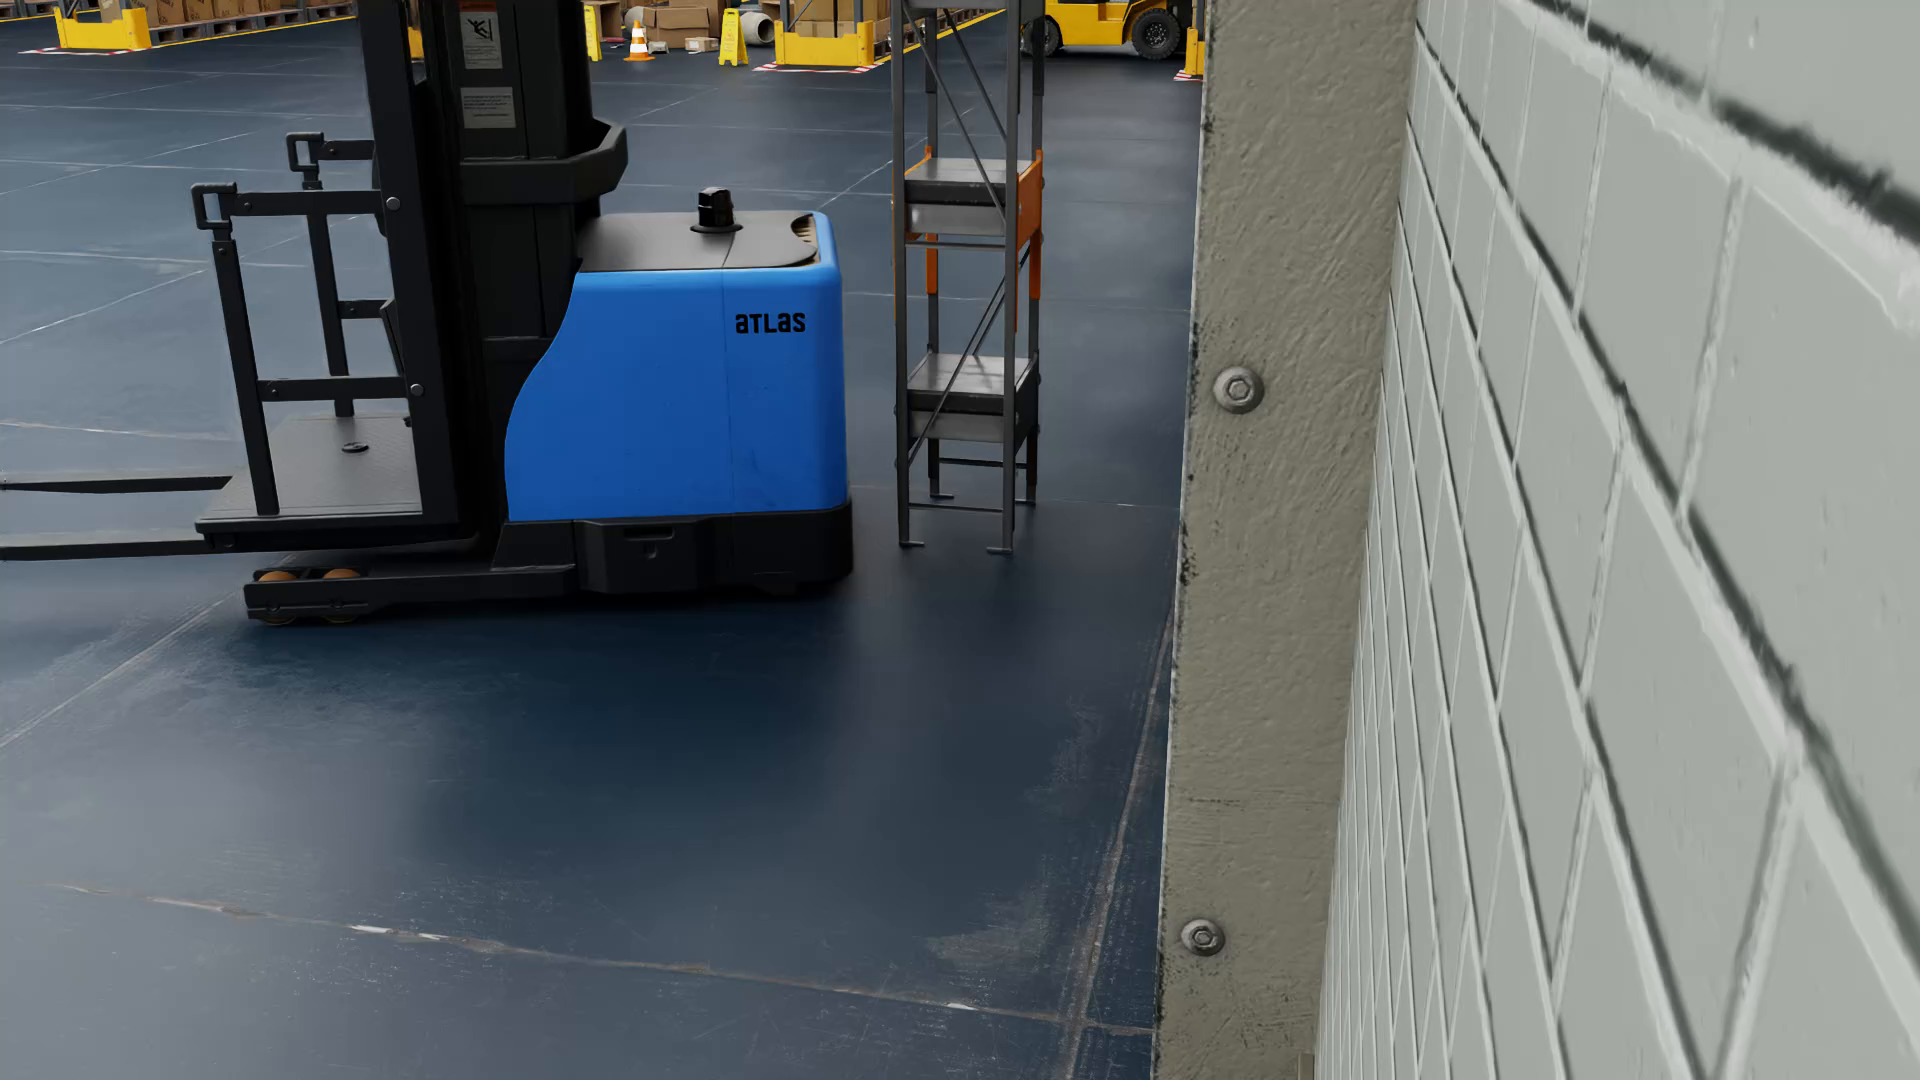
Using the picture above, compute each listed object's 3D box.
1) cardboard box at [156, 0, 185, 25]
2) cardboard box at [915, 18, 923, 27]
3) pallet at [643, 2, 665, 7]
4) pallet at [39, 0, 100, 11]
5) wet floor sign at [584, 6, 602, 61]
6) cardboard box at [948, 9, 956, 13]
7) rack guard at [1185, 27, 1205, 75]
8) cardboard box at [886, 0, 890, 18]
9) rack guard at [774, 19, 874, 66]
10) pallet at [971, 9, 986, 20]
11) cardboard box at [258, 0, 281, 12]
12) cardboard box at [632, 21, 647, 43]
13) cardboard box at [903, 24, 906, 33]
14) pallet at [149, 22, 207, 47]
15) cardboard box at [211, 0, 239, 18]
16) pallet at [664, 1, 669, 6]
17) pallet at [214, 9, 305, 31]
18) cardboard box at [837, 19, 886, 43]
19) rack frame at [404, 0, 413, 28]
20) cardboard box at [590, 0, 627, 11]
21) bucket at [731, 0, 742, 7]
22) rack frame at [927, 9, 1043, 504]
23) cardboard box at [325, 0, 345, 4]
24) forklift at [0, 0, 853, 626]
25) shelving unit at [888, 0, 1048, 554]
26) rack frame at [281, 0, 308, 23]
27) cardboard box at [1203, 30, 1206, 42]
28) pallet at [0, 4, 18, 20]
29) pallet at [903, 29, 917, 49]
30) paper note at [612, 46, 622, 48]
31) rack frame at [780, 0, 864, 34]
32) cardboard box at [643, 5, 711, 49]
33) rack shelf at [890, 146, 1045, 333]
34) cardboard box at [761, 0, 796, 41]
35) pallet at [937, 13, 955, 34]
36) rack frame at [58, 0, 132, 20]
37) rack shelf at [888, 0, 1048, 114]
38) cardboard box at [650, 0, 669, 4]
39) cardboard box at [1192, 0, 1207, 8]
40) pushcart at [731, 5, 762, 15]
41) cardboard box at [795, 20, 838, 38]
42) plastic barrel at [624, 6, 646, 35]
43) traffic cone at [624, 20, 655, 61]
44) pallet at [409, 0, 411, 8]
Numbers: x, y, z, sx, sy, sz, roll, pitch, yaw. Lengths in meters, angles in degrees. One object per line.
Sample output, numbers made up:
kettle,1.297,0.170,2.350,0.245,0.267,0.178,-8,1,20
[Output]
cardboard box,-11.127,-7.396,22.974,0.500,0.500,0.500,11,24,25
cardboard box,-0.798,-7.107,22.591,0.500,0.250,0.500,4,22,9
pallet,-5.377,-8.402,26.421,1.003,0.211,1.213,4,22,11
pallet,-15.023,-9.197,28.395,1.003,0.211,1.213,4,22,11
wet floor sign,-4.592,-6.243,20.480,0.267,0.644,0.232,1,22,2
cardboard box,-0.593,-8.050,24.772,0.950,0.372,0.625,6,23,14
rack guard,3.198,-5.611,19.106,1.175,0.500,0.348,4,22,11
cardboard box,-1.116,-6.898,21.069,0.500,0.500,0.500,4,22,9
rack guard,-1.642,-6.025,20.132,1.175,0.500,0.348,4,22,11
pallet,-0.186,-8.503,26.673,1.003,0.211,1.213,4,22,11
cardboard box,-10.664,-8.267,25.137,0.500,0.500,0.500,4,22,9
cardboard box,-4.256,-6.923,22.675,0.396,0.266,0.258,8,23,20
cardboard box,-1.012,-6.736,21.672,0.500,0.250,0.500,6,23,15
pallet,-11.143,-6.941,22.793,1.003,0.211,1.213,4,22,11
cardboard box,-10.823,-7.824,24.037,0.500,0.500,0.500,2,22,6
pallet,-5.126,-8.847,27.526,1.003,0.211,1.213,4,22,11
pallet,-10.645,-7.833,25.009,1.003,0.211,1.213,4,22,11
cardboard box,-1.222,-6.350,20.712,0.500,0.250,0.500,4,22,10
rack frame,-6.524,-7.497,20.442,1.000,3.000,0.127,4,22,11
cardboard box,-5.669,-8.345,24.997,1.050,0.750,0.750,4,22,11
bucket,-3.479,-7.921,23.842,0.726,0.611,0.620,13,15,29
rack frame,0.084,-1.124,5.822,0.400,2.100,0.015,4,22,11
cardboard box,-10.281,-8.815,26.472,0.700,0.500,0.500,4,22,11
forklift,-1.899,-1.300,5.147,3.031,2.935,1.130,-2,22,-6
shelving unit,0.034,-1.035,5.600,0.431,2.100,0.503,4,22,11
rack frame,-10.543,-9.375,25.105,1.000,3.000,0.127,4,22,11
cardboard box,2.989,-5.895,19.582,0.500,0.250,0.500,5,22,11
pallet,-15.570,-8.217,25.961,1.003,0.211,1.213,4,22,11
pallet,-1.191,-6.630,22.022,1.003,0.211,1.213,4,22,11
paper note,-4.551,-6.548,22.061,0.144,0.017,0.142,13,25,29
rack frame,-1.658,-7.157,19.597,1.000,3.000,0.127,4,22,11
cardboard box,-3.778,-6.834,22.137,0.797,0.503,0.637,-11,25,-26
rack shelf,0.034,-1.022,5.605,0.431,0.518,0.480,4,22,11
cardboard box,-2.392,-7.173,22.980,0.500,0.500,0.500,-16,27,-35
pallet,-0.684,-7.611,24.457,1.003,0.211,1.213,4,22,11
rack frame,-11.359,-7.912,21.472,1.000,3.000,0.127,4,22,11
rack shelf,0.034,-1.671,5.344,0.431,0.518,0.480,4,22,11
cardboard box,-5.279,-9.038,26.718,1.050,0.750,0.750,5,22,12
cardboard box,2.991,-6.355,19.386,0.500,0.250,0.500,5,23,13
pushcart,-3.084,-7.559,24.105,1.648,0.377,0.936,-3,22,-8
cardboard box,-1.751,-6.401,20.838,0.500,0.250,0.500,4,22,11
plastic barrel,-4.438,-7.233,23.235,0.421,0.421,0.512,-16,27,-35
traffic cone,-3.989,-6.196,20.606,0.336,0.463,0.334,4,22,11
pallet,-9.888,-9.259,28.549,1.003,0.211,1.213,4,22,11
